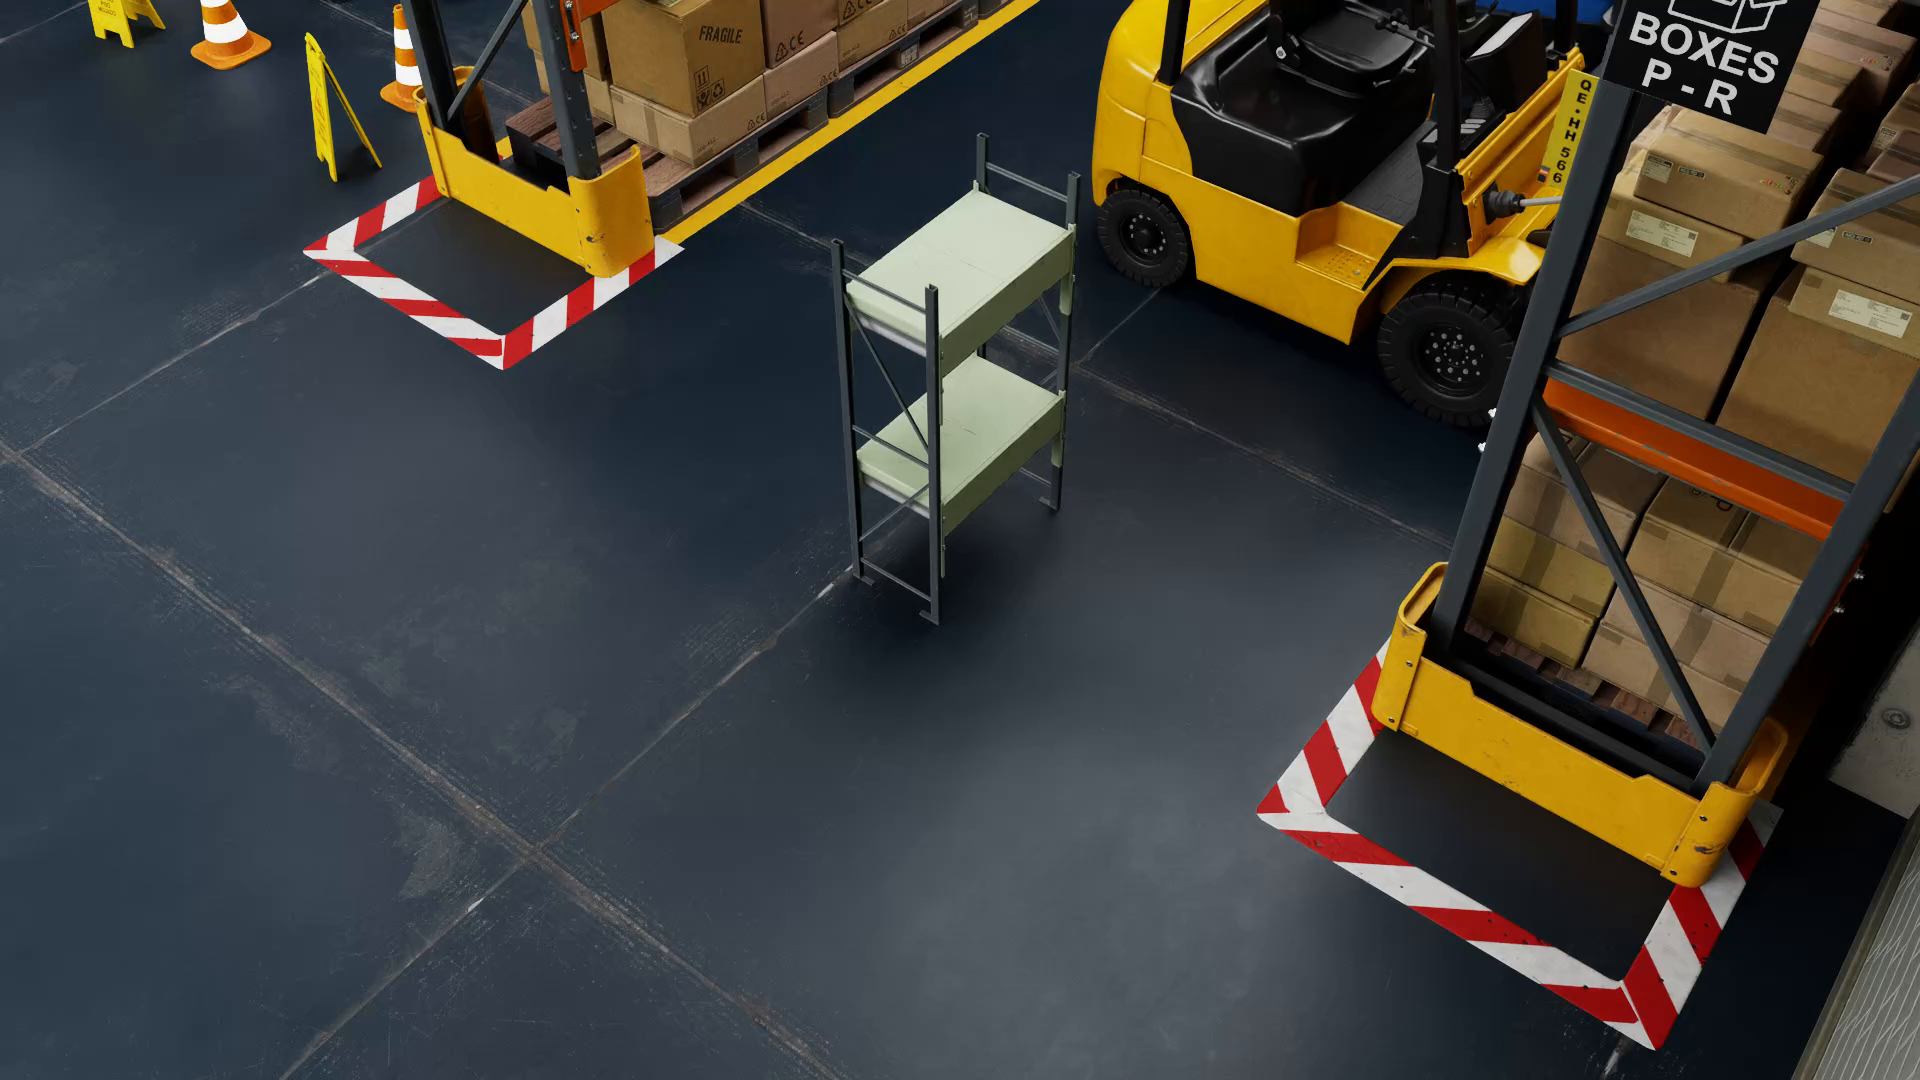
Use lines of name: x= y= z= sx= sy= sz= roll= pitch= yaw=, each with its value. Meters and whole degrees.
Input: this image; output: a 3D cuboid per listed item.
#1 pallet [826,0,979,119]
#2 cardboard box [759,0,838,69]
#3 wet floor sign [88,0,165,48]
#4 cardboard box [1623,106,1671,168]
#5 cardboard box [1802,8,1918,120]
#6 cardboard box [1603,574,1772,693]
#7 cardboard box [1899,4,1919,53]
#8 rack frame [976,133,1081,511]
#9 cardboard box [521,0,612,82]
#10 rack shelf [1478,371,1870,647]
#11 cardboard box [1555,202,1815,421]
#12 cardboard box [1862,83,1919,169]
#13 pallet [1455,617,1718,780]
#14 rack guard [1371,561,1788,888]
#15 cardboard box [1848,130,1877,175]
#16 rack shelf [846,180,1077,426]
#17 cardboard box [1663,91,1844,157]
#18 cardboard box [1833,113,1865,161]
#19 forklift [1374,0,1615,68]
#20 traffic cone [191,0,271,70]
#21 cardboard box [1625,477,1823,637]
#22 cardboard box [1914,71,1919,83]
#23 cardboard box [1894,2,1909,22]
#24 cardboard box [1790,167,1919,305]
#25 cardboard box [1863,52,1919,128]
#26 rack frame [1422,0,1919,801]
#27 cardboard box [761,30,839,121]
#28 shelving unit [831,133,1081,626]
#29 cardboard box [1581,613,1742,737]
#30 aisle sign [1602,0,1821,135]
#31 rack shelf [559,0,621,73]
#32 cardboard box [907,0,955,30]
pallet: x=-0.649 y=-2.714 z=8.697 sx=1.003 sy=0.211 sz=1.213 roll=29 pitch=53 yaw=25
cardboard box: x=-0.924 y=-2.598 z=7.750 sx=0.500 sy=0.500 sz=0.500 roll=27 pitch=52 yaw=24
wet floor sign: x=-4.396 y=-2.915 z=8.588 sx=0.267 sy=0.644 sz=0.232 roll=21 pitch=50 yaw=19
cardboard box: x=2.086 y=-1.037 z=4.649 sx=0.380 sy=0.149 sz=0.250 roll=30 pitch=53 yaw=26
cardboard box: x=2.492 y=-1.383 z=4.773 sx=0.380 sy=0.149 sz=0.250 roll=30 pitch=53 yaw=25
cardboard box: x=2.415 y=0.158 z=5.290 sx=0.500 sy=0.250 sz=0.500 roll=30 pitch=53 yaw=26
cardboard box: x=2.943 y=-1.726 z=5.306 sx=0.380 sy=0.149 sz=0.250 roll=29 pitch=53 yaw=25
rack frame: x=0.220 y=-0.724 z=5.904 sx=0.400 sy=1.500 sz=0.023 roll=29 pitch=53 yaw=25
cardboard box: x=-1.683 y=-2.517 z=7.673 sx=0.500 sy=0.500 sz=0.500 roll=30 pitch=53 yaw=25
rack shelf: x=3.186 y=-1.193 z=5.813 sx=1.077 sy=0.370 sz=4.000 roll=29 pitch=53 yaw=25
cardboard box: x=2.057 y=-0.729 z=4.803 sx=0.500 sy=0.500 sz=0.500 roll=28 pitch=52 yaw=24
cardboard box: x=2.675 y=-1.048 z=4.454 sx=0.380 sy=0.149 sz=0.250 roll=30 pitch=53 yaw=26
pallet: x=2.398 y=0.210 z=5.903 sx=1.003 sy=0.211 sz=1.213 roll=29 pitch=53 yaw=25
rack guard: x=1.949 y=0.580 z=5.350 sx=1.175 sy=0.500 sz=0.348 roll=29 pitch=53 yaw=25
cardboard box: x=2.637 y=-0.947 z=4.562 sx=0.380 sy=0.149 sz=0.250 roll=28 pitch=53 yaw=24
rack shelf: x=-0.004 y=-0.784 z=5.422 sx=0.431 sy=0.370 sz=0.720 roll=29 pitch=53 yaw=25
cardboard box: x=2.142 y=-1.111 z=4.514 sx=0.380 sy=0.149 sz=0.250 roll=29 pitch=53 yaw=25
cardboard box: x=2.454 y=-1.296 z=4.895 sx=0.380 sy=0.149 sz=0.250 roll=29 pitch=53 yaw=25
forklift: x=1.971 y=-4.040 z=8.082 sx=3.031 sy=2.935 sz=1.130 roll=13 pitch=48 yaw=13
traffic cone: x=-3.811 y=-2.726 z=8.534 sx=0.336 sy=0.463 sz=0.334 roll=29 pitch=53 yaw=25
cardboard box: x=2.407 y=-0.029 z=5.123 sx=0.500 sy=0.250 sz=0.500 roll=28 pitch=53 yaw=24
cardboard box: x=2.979 y=-1.345 z=4.737 sx=0.380 sy=0.149 sz=0.250 roll=31 pitch=54 yaw=26
cardboard box: x=2.717 y=-1.731 z=5.106 sx=0.380 sy=0.149 sz=0.250 roll=30 pitch=53 yaw=26
cardboard box: x=2.338 y=-0.756 z=4.175 sx=0.380 sy=0.149 sz=0.250 roll=28 pitch=53 yaw=24
cardboard box: x=2.694 y=-1.315 z=5.363 sx=0.500 sy=0.500 sz=0.500 roll=28 pitch=53 yaw=24
rack frame: x=1.963 y=-0.297 z=4.459 sx=1.000 sy=3.000 sz=0.127 roll=29 pitch=53 yaw=25
cardboard box: x=-0.937 y=-2.313 z=7.996 sx=0.500 sy=0.250 sz=0.500 roll=31 pitch=54 yaw=26
shelving unit: x=-0.004 y=-0.514 z=5.704 sx=0.431 sy=1.500 sz=0.755 roll=29 pitch=53 yaw=25
cardboard box: x=2.418 y=0.313 z=5.488 sx=0.500 sy=0.250 sz=0.500 roll=29 pitch=53 yaw=25
aisle sign: x=1.691 y=-1.287 z=3.608 sx=0.394 sy=0.787 sz=0.004 roll=29 pitch=53 yaw=25
rack shelf: x=-0.744 y=-3.385 z=7.907 sx=1.077 sy=0.370 sz=4.000 roll=29 pitch=53 yaw=25
cardboard box: x=-0.302 y=-2.918 z=8.575 sx=0.500 sy=0.250 sz=0.500 roll=30 pitch=53 yaw=26
